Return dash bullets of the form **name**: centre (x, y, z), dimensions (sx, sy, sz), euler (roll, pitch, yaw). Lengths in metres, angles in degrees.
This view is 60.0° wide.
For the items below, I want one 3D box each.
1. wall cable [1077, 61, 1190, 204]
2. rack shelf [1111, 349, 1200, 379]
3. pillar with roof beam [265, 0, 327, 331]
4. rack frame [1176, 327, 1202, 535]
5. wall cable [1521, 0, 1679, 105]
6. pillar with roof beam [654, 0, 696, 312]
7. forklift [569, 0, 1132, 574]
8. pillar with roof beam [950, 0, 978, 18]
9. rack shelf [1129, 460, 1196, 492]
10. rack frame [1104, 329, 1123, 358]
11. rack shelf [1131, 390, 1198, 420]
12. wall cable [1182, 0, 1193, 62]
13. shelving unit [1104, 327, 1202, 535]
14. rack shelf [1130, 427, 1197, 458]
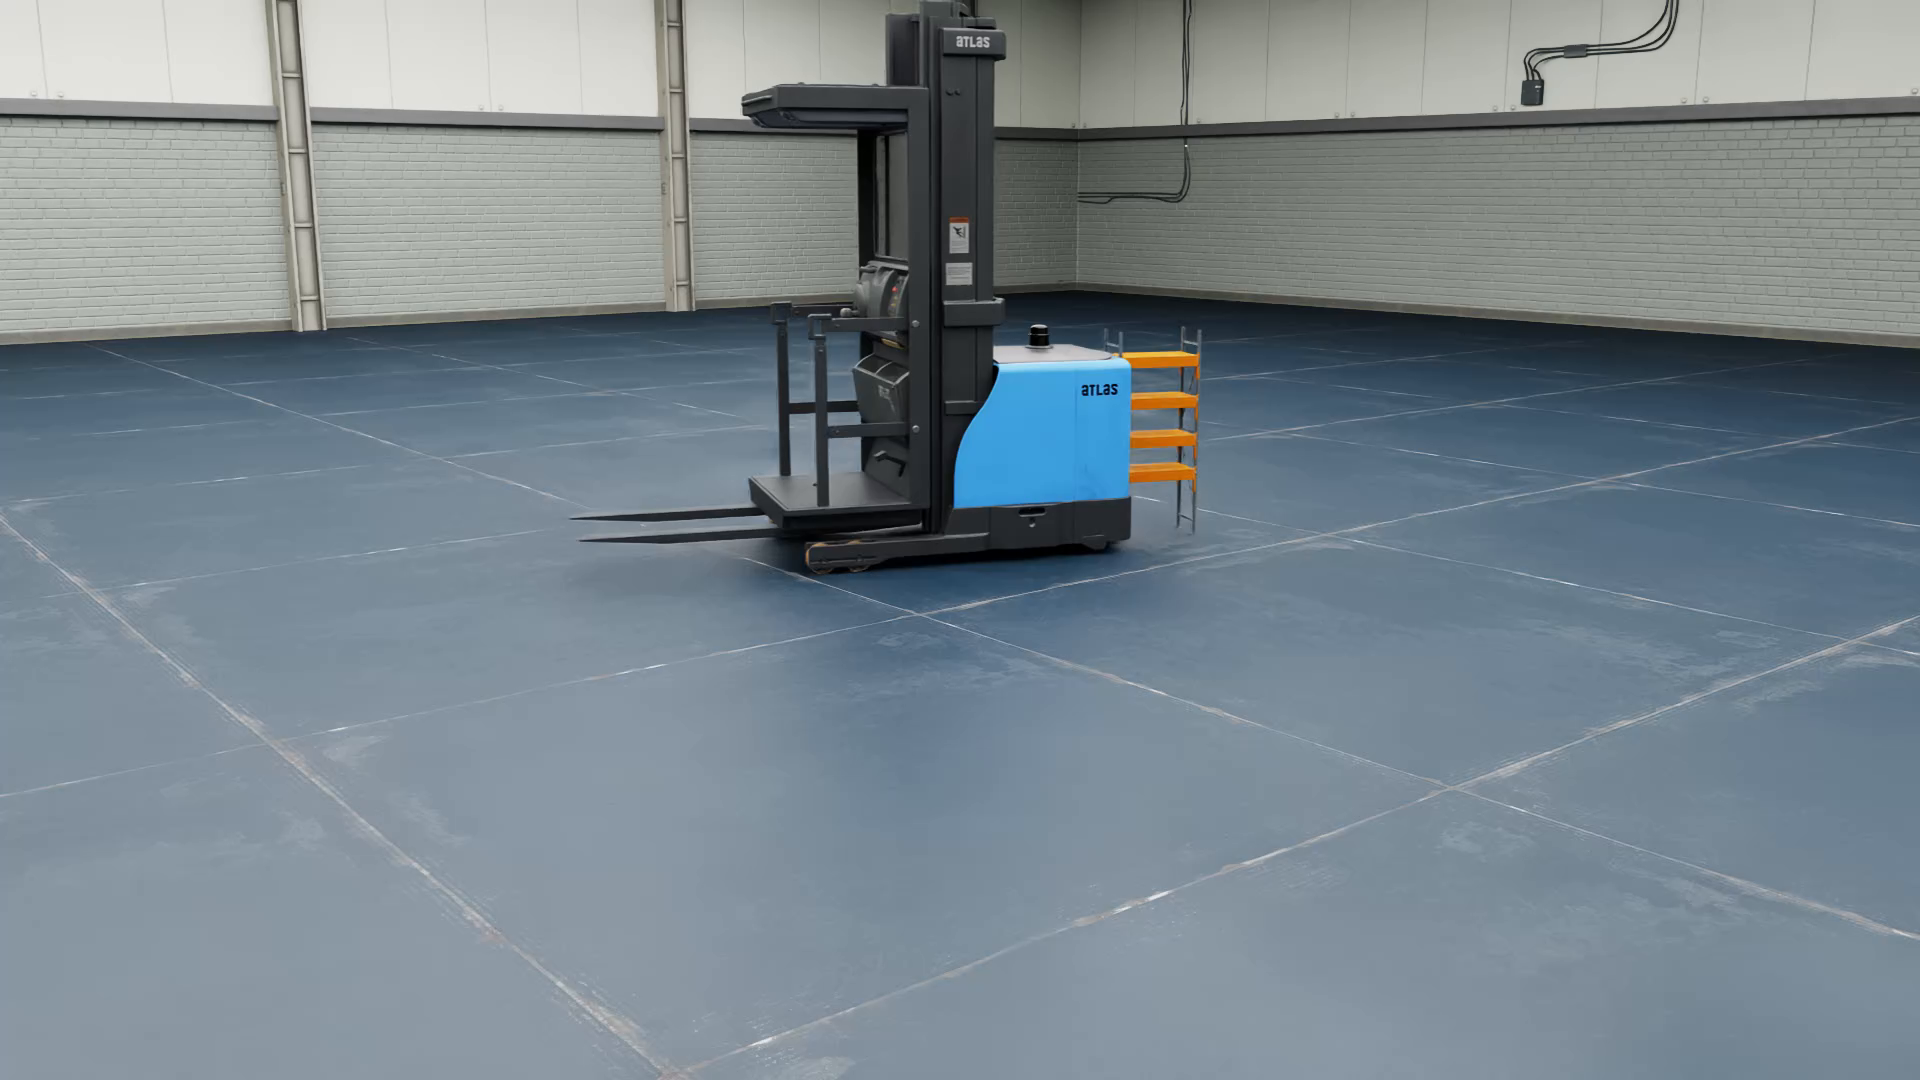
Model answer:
- **wall cable**: centre (3.199, -7.611, 31.282), dimensions (0.112, 2.526, 3.097), euler (-9, 15, -38)
- **rack shelf**: centre (1.108, -1.008, 9.593), dimensions (0.480, 0.148, 0.258), euler (-4, 13, -17)
- **pillar with roof beam**: centre (-6.608, -6.707, 19.548), dimensions (0.400, 9.000, 9.100), euler (-9, 15, -38)
- **rack frame**: centre (1.340, -0.638, 9.746), dimensions (0.015, 1.200, 0.240), euler (-4, 13, -17)
- **wall cable**: centre (9.117, -9.252, 23.346), dimensions (0.169, 6.003, 2.305), euler (-9, 15, -38)
- **pillar with roof beam**: centre (-1.923, -7.485, 23.215), dimensions (0.400, 9.000, 9.100), euler (-9, 15, -38)
- **forklift**: centre (-0.615, -1.375, 9.049), dimensions (3.031, 2.935, 1.130), euler (-4, 13, -17)
- **pillar with roof beam**: centre (2.762, -8.264, 26.881), dimensions (0.400, 9.000, 9.100), euler (-9, 15, -38)
- **rack shelf**: centre (1.108, -0.363, 9.730), dimensions (0.480, 0.148, 0.258), euler (-4, 13, -17)
- **rack frame**: centre (0.875, -0.608, 9.603), dimensions (0.015, 1.200, 0.240), euler (-4, 13, -17)
- **rack shelf**: centre (1.108, -0.776, 9.642), dimensions (0.480, 0.148, 0.258), euler (-4, 13, -17)
- **wall cable**: centre (4.889, -9.643, 28.691), dimensions (0.112, 2.526, 3.097), euler (-9, 15, -38)
- **shelving unit**: centre (1.108, -0.623, 9.675), dimensions (0.503, 1.200, 0.258), euler (-4, 13, -17)
- **rack shelf**: centre (1.108, -0.557, 9.689), dimensions (0.480, 0.148, 0.258), euler (-4, 13, -17)
